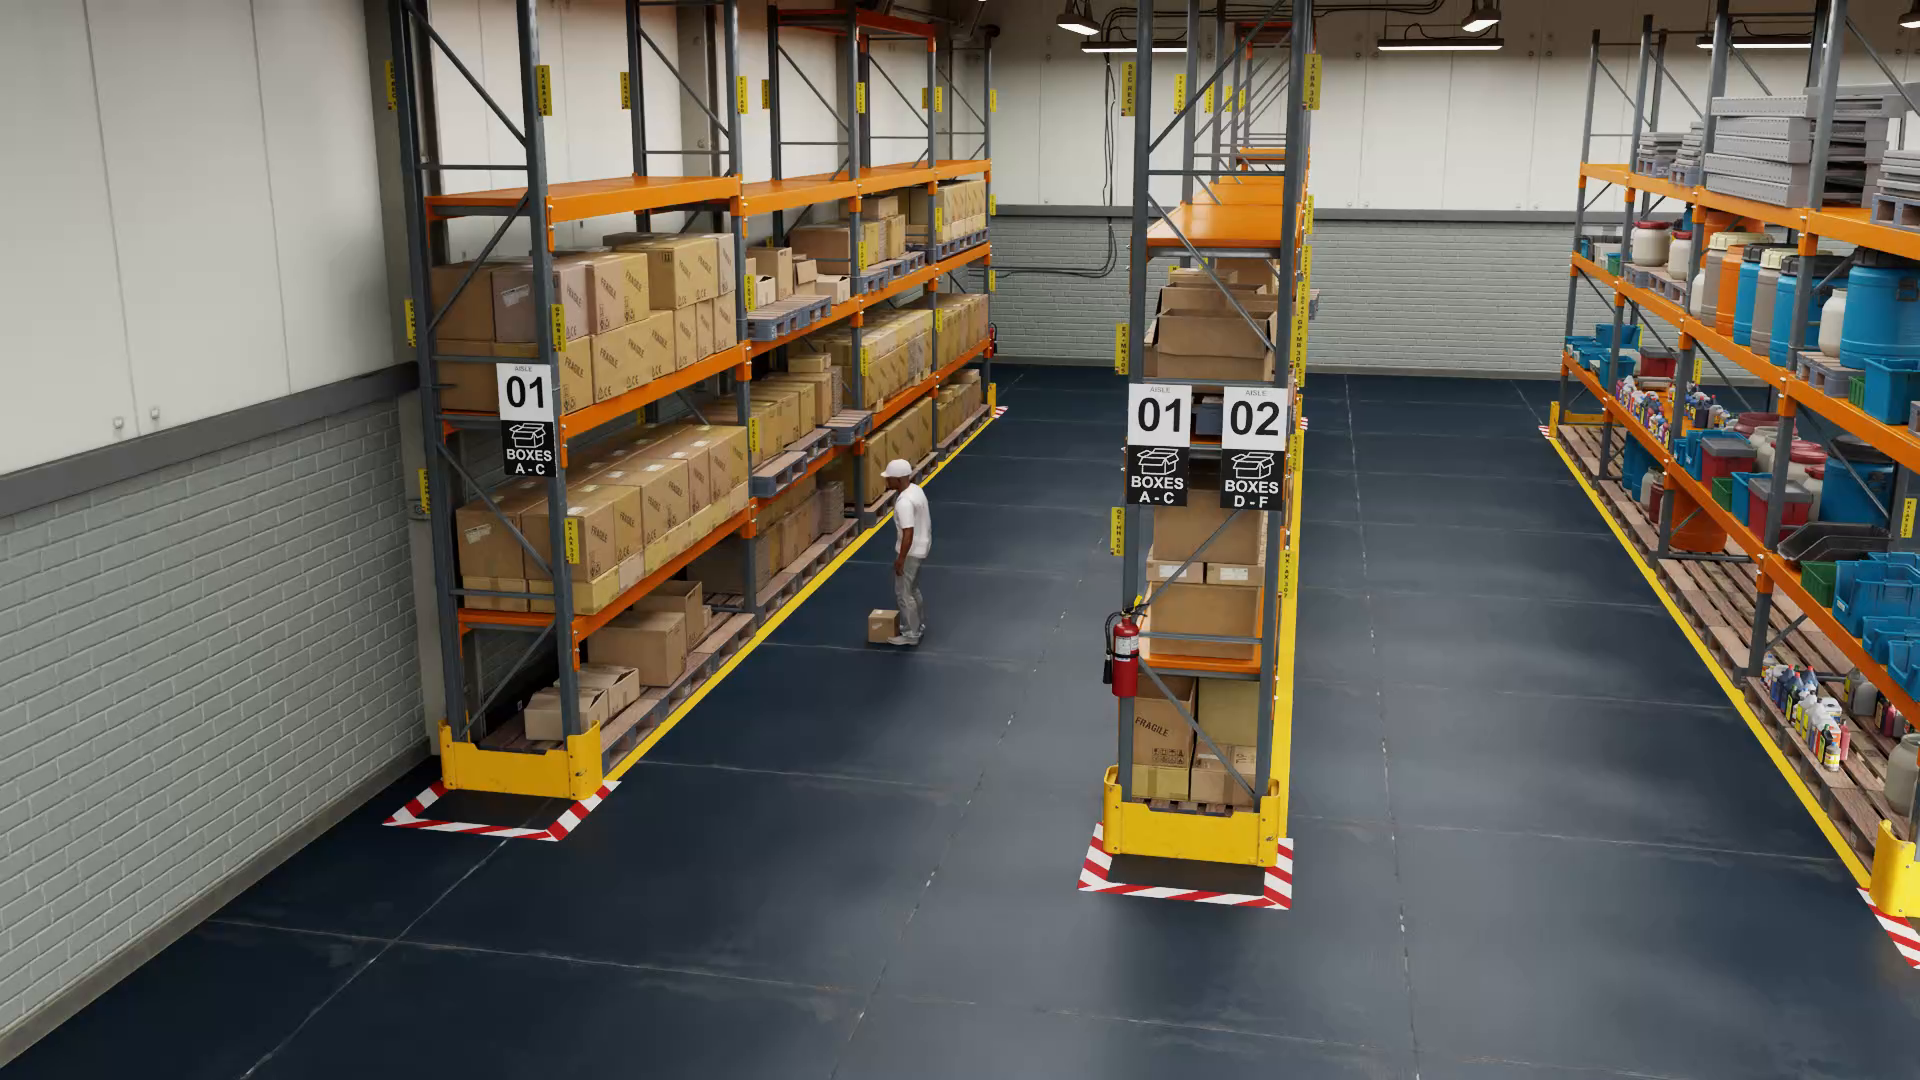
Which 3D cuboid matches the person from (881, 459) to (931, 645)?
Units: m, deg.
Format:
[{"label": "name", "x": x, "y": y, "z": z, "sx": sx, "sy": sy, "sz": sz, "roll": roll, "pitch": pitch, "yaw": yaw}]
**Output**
[{"label": "person", "x": -0.502, "y": 0.106, "z": 15.576, "sx": 0.457, "sy": 1.756, "sz": 0.635, "roll": 2, "pitch": 15, "yaw": 8}]
